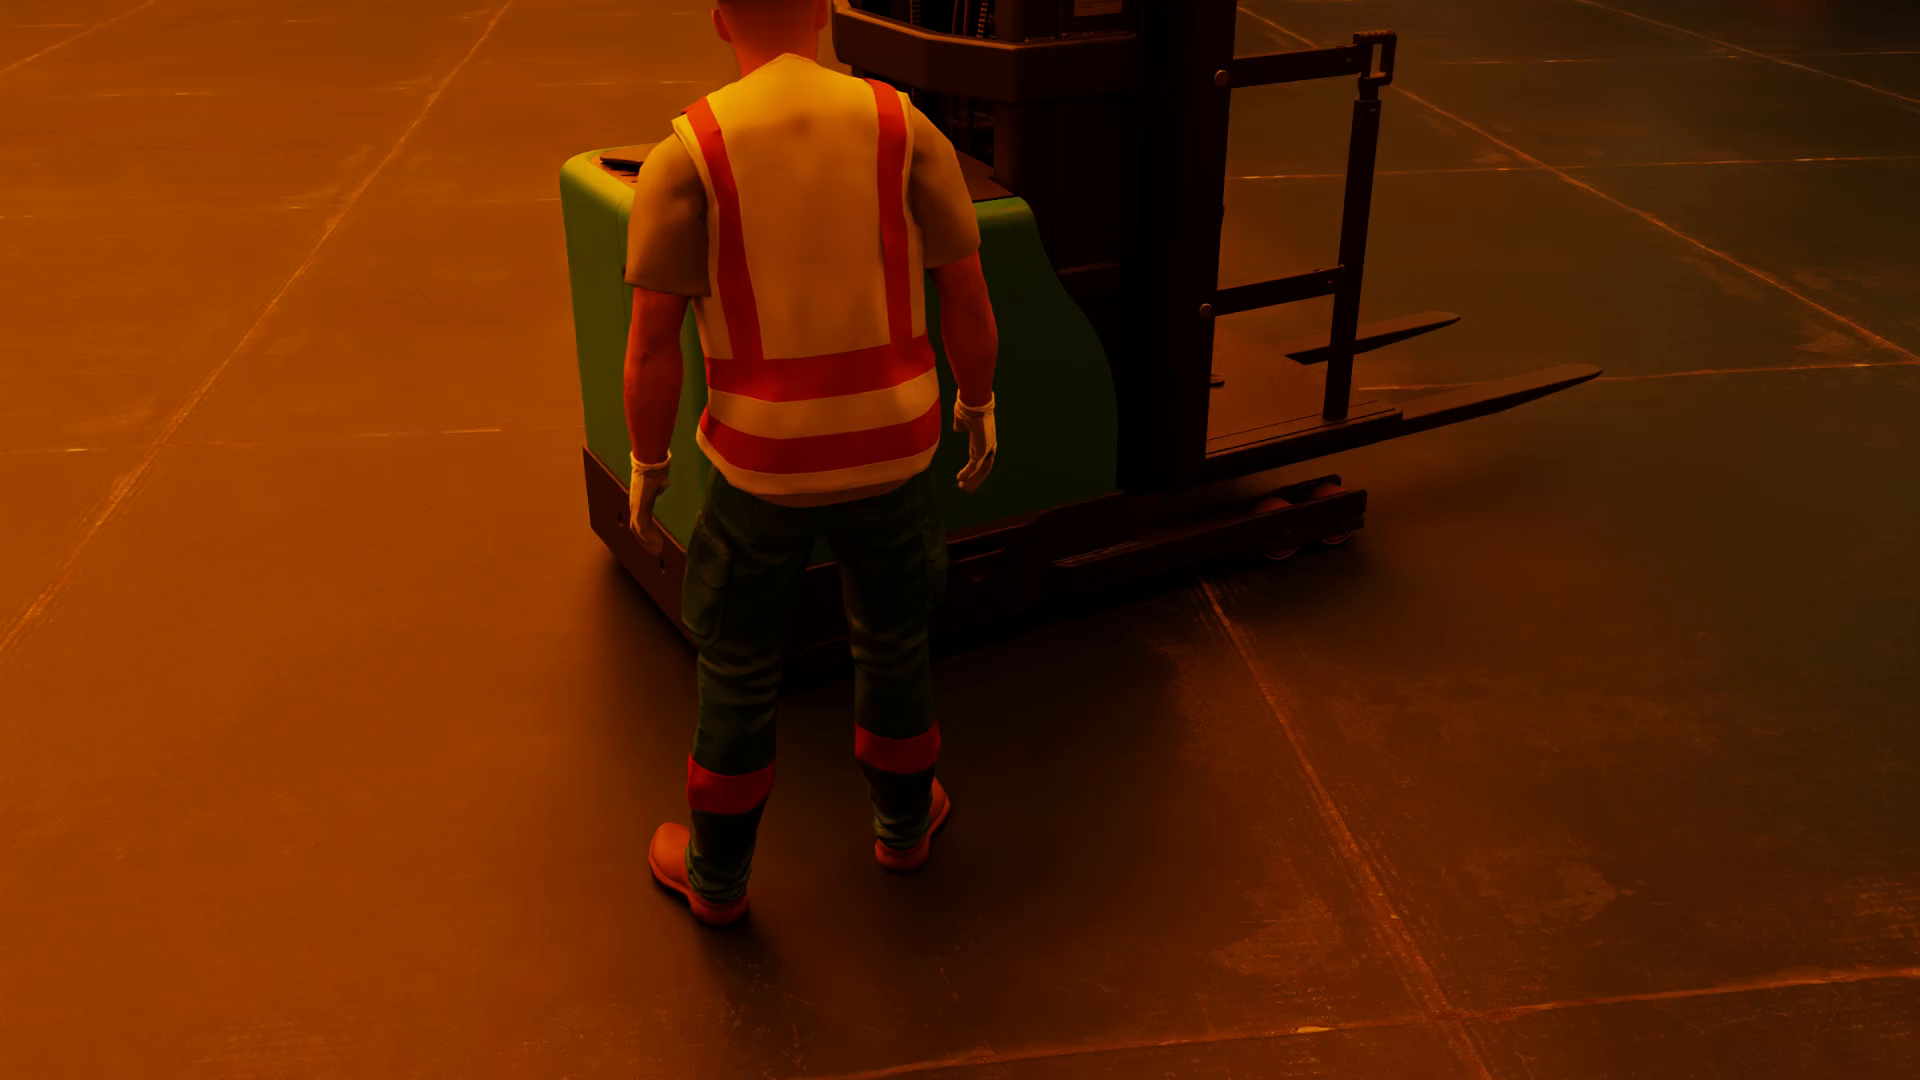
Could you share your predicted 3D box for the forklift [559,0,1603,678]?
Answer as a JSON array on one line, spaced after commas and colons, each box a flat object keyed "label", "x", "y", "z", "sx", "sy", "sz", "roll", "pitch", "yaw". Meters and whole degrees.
[{"label": "forklift", "x": 0.529, "y": -1.451, "z": 4.240, "sx": 3.031, "sy": 2.935, "sz": 1.130, "roll": -14, "pitch": 29, "yaw": -26}]

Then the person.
[{"label": "person", "x": -0.259, "y": -0.157, "z": 2.883, "sx": 0.675, "sy": 1.781, "sz": 0.471, "roll": -8, "pitch": 27, "yaw": -15}]
